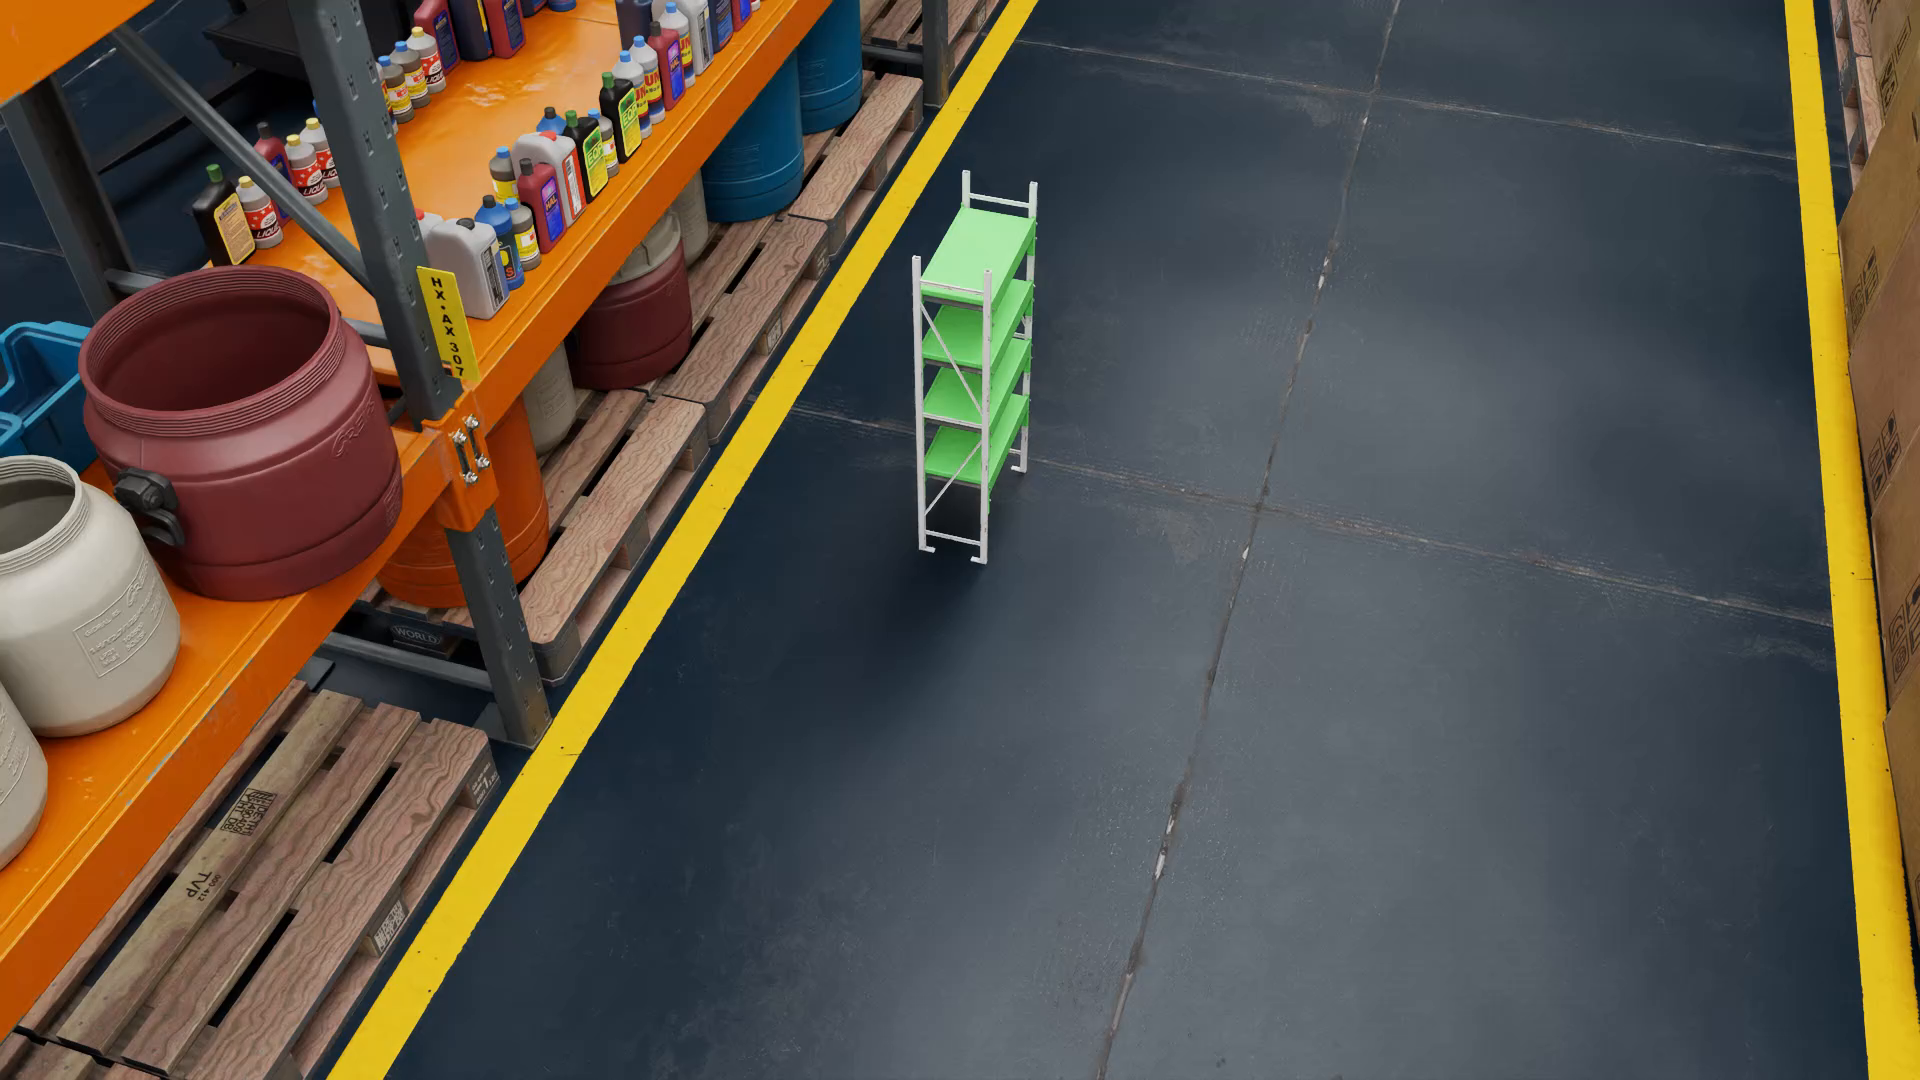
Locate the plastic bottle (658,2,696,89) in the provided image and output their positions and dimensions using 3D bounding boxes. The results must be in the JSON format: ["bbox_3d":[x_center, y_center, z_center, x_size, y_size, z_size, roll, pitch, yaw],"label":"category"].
[{"bbox_3d":[-0.909,-1.586,5.318,0.097,0.271,0.097,0,44,0],"label":"plastic bottle"}]

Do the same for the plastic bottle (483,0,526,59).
[{"bbox_3d":[-1.504,-1.744,5.471,0.061,0.283,0.133,13,46,13],"label":"plastic bottle"}]

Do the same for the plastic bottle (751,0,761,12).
[{"bbox_3d":[-0.743,-1.928,5.718,0.097,0.201,0.097,0,44,0],"label":"plastic bottle"}]

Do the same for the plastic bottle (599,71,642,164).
[{"bbox_3d":[-1.026,-1.291,5.008,0.061,0.283,0.133,13,46,13],"label":"plastic bottle"}]

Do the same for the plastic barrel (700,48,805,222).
[{"bbox_3d":[-0.943,-1.806,6.651,0.600,0.901,0.708,13,46,13],"label":"plastic barrel"}]

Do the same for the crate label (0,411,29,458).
[{"bbox_3d":[-2.318,0.021,3.558,0.502,0.435,0.616,13,46,13],"label":"crate label"}]

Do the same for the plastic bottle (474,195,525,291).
[{"bbox_3d":[-1.259,-0.816,4.532,0.097,0.271,0.097,0,44,0],"label":"plastic bottle"}]

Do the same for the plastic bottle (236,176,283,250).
[{"bbox_3d":[-1.991,-0.933,4.701,0.097,0.201,0.097,0,44,0],"label":"plastic bottle"}]

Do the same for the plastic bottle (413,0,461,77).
[{"bbox_3d":[-1.697,-1.651,5.376,0.061,0.283,0.133,13,46,13],"label":"plastic bottle"}]

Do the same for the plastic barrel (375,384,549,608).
[{"bbox_3d":[-1.627,-0.275,5.138,0.600,0.830,0.708,13,46,13],"label":"plastic barrel"}]

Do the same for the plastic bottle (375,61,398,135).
[{"bbox_3d":[-1.803,-1.371,5.099,0.097,0.271,0.097,0,44,0],"label":"plastic bottle"}]

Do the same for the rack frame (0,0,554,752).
[{"bbox_3d":[-1.759,-0.571,4.189,1.000,3.000,0.127,13,46,13],"label":"rack frame"}]

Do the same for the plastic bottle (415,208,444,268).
[{"bbox_3d":[-1.465,-0.779,4.490,0.152,0.276,0.135,13,46,13],"label":"plastic bottle"}]

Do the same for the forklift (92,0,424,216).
[{"bbox_3d":[-2.796,-3.272,6.998,1.130,2.935,3.031,18,47,18],"label":"forklift"}]

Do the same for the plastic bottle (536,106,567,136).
[{"bbox_3d":[-1.177,-1.138,4.860,0.097,0.271,0.097,0,44,0],"label":"plastic bottle"}]

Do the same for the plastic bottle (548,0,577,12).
[{"bbox_3d":[-1.385,-1.960,5.700,0.097,0.271,0.097,0,44,0],"label":"plastic bottle"}]

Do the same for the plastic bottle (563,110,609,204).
[{"bbox_3d":[-1.096,-1.137,4.851,0.061,0.283,0.133,13,46,13],"label":"plastic bottle"}]

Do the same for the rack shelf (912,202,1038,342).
[{"bbox_3d":[0.050,-0.837,5.152,0.258,0.148,0.480,13,46,12],"label":"rack shelf"}]

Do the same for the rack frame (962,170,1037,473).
[{"bbox_3d":[0.124,-0.702,5.609,0.240,1.200,0.015,13,46,12],"label":"rack frame"}]

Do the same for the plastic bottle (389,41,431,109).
[{"bbox_3d":[-1.744,-1.476,5.256,0.097,0.201,0.097,0,44,0],"label":"plastic bottle"}]

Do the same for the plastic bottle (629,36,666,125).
[{"bbox_3d":[-0.979,-1.432,5.161,0.097,0.271,0.097,0,44,0],"label":"plastic bottle"}]

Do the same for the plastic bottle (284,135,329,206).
[{"bbox_3d":[-1.921,-1.087,4.858,0.097,0.201,0.097,0,44,0],"label":"plastic bottle"}]

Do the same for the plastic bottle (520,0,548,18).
[{"bbox_3d":[-1.513,-1.985,5.669,0.144,0.351,0.185,13,46,13],"label":"plastic bottle"}]

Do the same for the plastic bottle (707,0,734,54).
[{"bbox_3d":[-0.848,-1.803,5.483,0.144,0.351,0.185,13,46,13],"label":"plastic bottle"}]

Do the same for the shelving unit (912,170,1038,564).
[{"bbox_3d":[0.050,-0.539,5.443,0.258,1.200,0.503,13,46,12],"label":"shelving unit"}]

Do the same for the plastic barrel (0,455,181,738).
[{"bbox_3d":[-1.867,0.120,3.403,0.421,0.512,0.421,0,44,0],"label":"plastic barrel"}]

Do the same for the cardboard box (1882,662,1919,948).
[{"bbox_3d":[3.190,0.632,4.178,1.225,0.875,0.875,11,45,11],"label":"cardboard box"}]

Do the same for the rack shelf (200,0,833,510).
[{"bbox_3d":[-1.154,-1.647,5.803,1.077,0.370,4.000,13,46,13],"label":"rack shelf"}]

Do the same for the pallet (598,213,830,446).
[{"bbox_3d":[-1.189,-0.919,6.538,1.003,0.211,1.213,13,46,13],"label":"pallet"}]

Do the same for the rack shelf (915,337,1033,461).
[{"bbox_3d":[0.050,-0.494,5.488,0.258,0.148,0.480,13,46,12],"label":"rack shelf"}]

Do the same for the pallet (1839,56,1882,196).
[{"bbox_3d":[4.477,-1.682,7.318,1.003,0.211,1.213,13,46,13],"label":"pallet"}]

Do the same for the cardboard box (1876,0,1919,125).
[{"bbox_3d":[4.448,-2.002,6.870,0.875,0.875,0.875,13,46,13],"label":"cardboard box"}]

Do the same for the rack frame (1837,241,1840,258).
[{"bbox_3d":[4.172,-2.188,5.841,1.000,3.000,0.127,13,46,13],"label":"rack frame"}]

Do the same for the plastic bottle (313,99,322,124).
[{"bbox_3d":[-1.862,-1.242,4.966,0.097,0.271,0.097,0,44,0],"label":"plastic bottle"}]

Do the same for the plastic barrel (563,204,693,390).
[{"bbox_3d":[-1.285,-0.942,5.991,0.600,0.588,0.708,13,46,13],"label":"plastic barrel"}]

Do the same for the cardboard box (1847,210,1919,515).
[{"bbox_3d":[3.728,-0.552,5.388,1.225,0.875,0.875,11,45,11],"label":"cardboard box"}]

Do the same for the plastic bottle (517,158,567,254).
[{"bbox_3d":[-1.177,-0.959,4.668,0.061,0.283,0.133,13,46,13],"label":"plastic bottle"}]

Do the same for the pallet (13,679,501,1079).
[{"bbox_3d":[-2.031,0.934,4.645,1.003,0.211,1.213,13,46,13],"label":"pallet"}]
